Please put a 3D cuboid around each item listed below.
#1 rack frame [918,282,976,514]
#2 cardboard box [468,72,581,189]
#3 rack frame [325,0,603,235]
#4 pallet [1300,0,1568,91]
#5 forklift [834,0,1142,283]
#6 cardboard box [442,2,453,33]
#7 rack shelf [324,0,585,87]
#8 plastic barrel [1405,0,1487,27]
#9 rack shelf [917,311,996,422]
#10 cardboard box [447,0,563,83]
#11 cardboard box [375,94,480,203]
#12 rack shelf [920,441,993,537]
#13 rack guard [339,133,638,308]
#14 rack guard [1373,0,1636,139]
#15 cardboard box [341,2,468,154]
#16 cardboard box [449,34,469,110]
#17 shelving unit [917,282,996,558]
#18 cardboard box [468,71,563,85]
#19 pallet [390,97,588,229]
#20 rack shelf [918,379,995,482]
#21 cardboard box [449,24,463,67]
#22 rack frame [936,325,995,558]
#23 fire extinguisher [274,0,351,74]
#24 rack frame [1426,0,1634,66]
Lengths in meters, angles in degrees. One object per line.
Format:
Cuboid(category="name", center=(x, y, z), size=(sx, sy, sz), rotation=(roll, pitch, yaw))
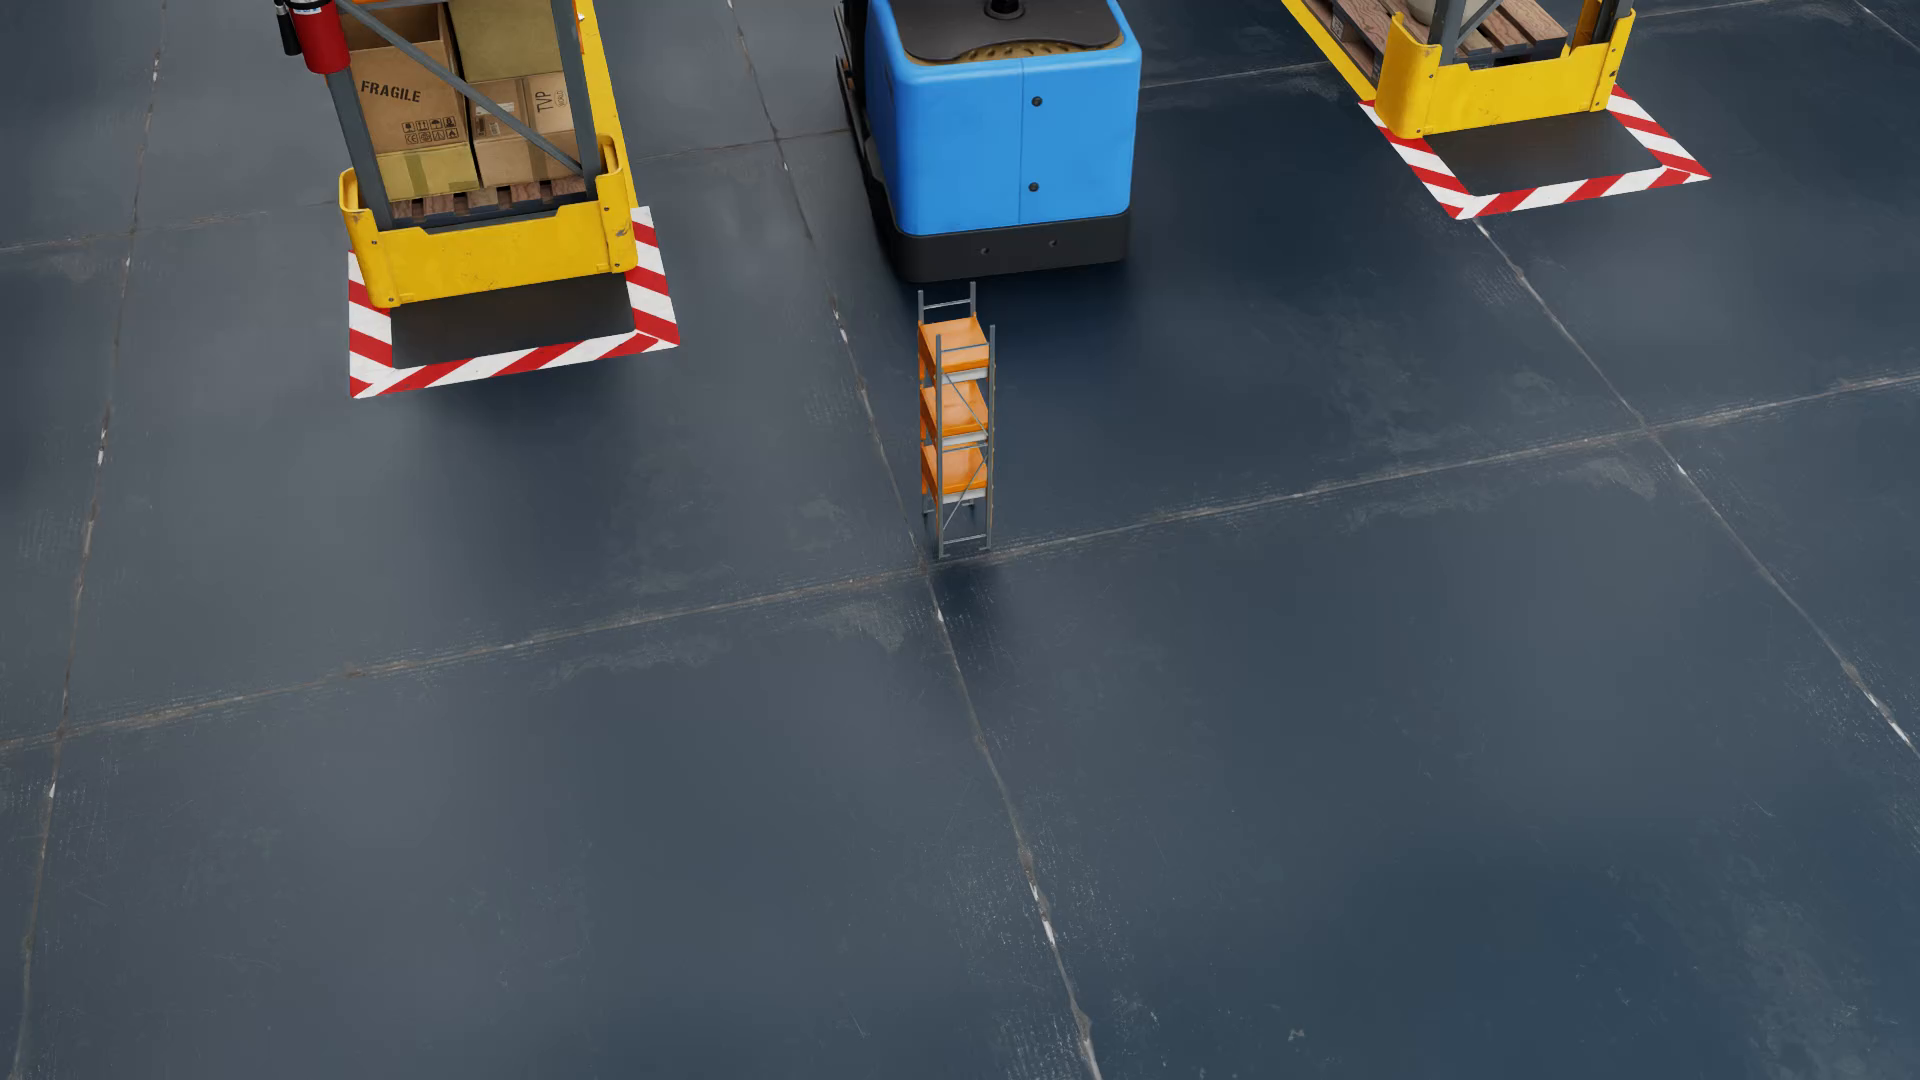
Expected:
Cuboid(category="rack frame", center=(-0.045, -0.489, 5.994), size=(0.200, 1.050, 0.008), rotation=(-11, 47, -10))
Cuboid(category="cardboard box", center=(-1.969, -1.886, 7.629), size=(0.500, 0.250, 0.500), rotation=(-11, 47, -10))
Cuboid(category="rack frame", center=(-2.047, -2.290, 6.394), size=(1.000, 3.000, 0.127), rotation=(-11, 47, -10))
Cuboid(category="pallet", center=(2.475, -2.823, 8.869), size=(1.003, 0.211, 1.213), rotation=(-11, 47, -10))
Cuboid(category="forklift", center=(-0.019, -3.213, 7.347), size=(1.130, 2.935, 3.031), rotation=(-7, 46, -7))
Cuboid(category="cardboard box", center=(-2.742, -2.741, 7.942), size=(0.500, 0.500, 0.500), rotation=(-11, 47, -10))
Cuboid(category="rack shelf", center=(-2.559, -3.419, 8.004), size=(1.077, 0.370, 4.000), rotation=(-11, 47, -10))
Cuboid(category="plastic barrel", center=(2.500, -2.910, 8.450), size=(0.421, 0.512, 0.421), rotation=(0, 46, 0))
Cuboid(category="rack shelf", center=(-0.014, -0.596, 5.716), size=(0.215, 0.259, 0.240), rotation=(-11, 47, -10))
Cuboid(category="cardboard box", center=(-2.099, -2.493, 7.699), size=(0.500, 0.500, 0.500), rotation=(-11, 47, -10))
Cuboid(category="cardboard box", center=(-2.470, -1.791, 7.536), size=(0.500, 0.250, 0.500), rotation=(-11, 47, -10))
Cuboid(category="rack shelf", center=(-0.014, -0.202, 6.117), size=(0.215, 0.259, 0.240), rotation=(-11, 47, -10))
Cuboid(category="rack guard", center=(-2.041, -1.399, 7.271), size=(1.175, 0.500, 0.348), rotation=(-11, 47, -10))
Cuboid(category="rack guard", center=(2.678, -2.362, 8.215), size=(1.175, 0.500, 0.348), rotation=(-11, 47, -10))
Cuboid(category="cardboard box", center=(-2.472, -2.053, 7.268), size=(0.500, 0.500, 0.500), rotation=(-11, 47, -10))
Cuboid(category="cardboard box", center=(-2.609, -2.134, 7.872), size=(0.500, 0.250, 0.500), rotation=(-11, 47, -10))
Cuboid(category="shelving unit", center=(-0.014, -0.404, 5.911), size=(0.215, 1.050, 0.252), rotation=(-11, 47, -10))
Cuboid(category="cardboard box", center=(-2.101, -2.230, 7.967), size=(0.500, 0.250, 0.500), rotation=(-11, 47, -10))
Cuboid(category="pallet", center=(-2.283, -1.835, 7.900), size=(1.003, 0.211, 1.213), rotation=(-11, 47, -10))
Cuboid(category="rack shelf", center=(-0.014, -0.397, 5.919), size=(0.215, 0.259, 0.240), rotation=(-11, 47, -10))
Cuboid(category="cardboard box", center=(-2.739, -2.479, 8.210), size=(0.500, 0.250, 0.500), rotation=(-11, 47, -10))
Cuboid(category="rack frame", center=(0.018, -0.320, 5.829), size=(0.200, 1.050, 0.008), rotation=(-11, 47, -10))
Cuboid(category="fire extinguisher", center=(-2.466, -2.097, 6.259), size=(0.296, 0.674, 0.183), rotation=(-11, 47, -10))
Cuboid(category="rack frame", center=(2.742, -3.193, 7.279), size=(1.000, 3.000, 0.127), rotation=(-11, 47, -10))
